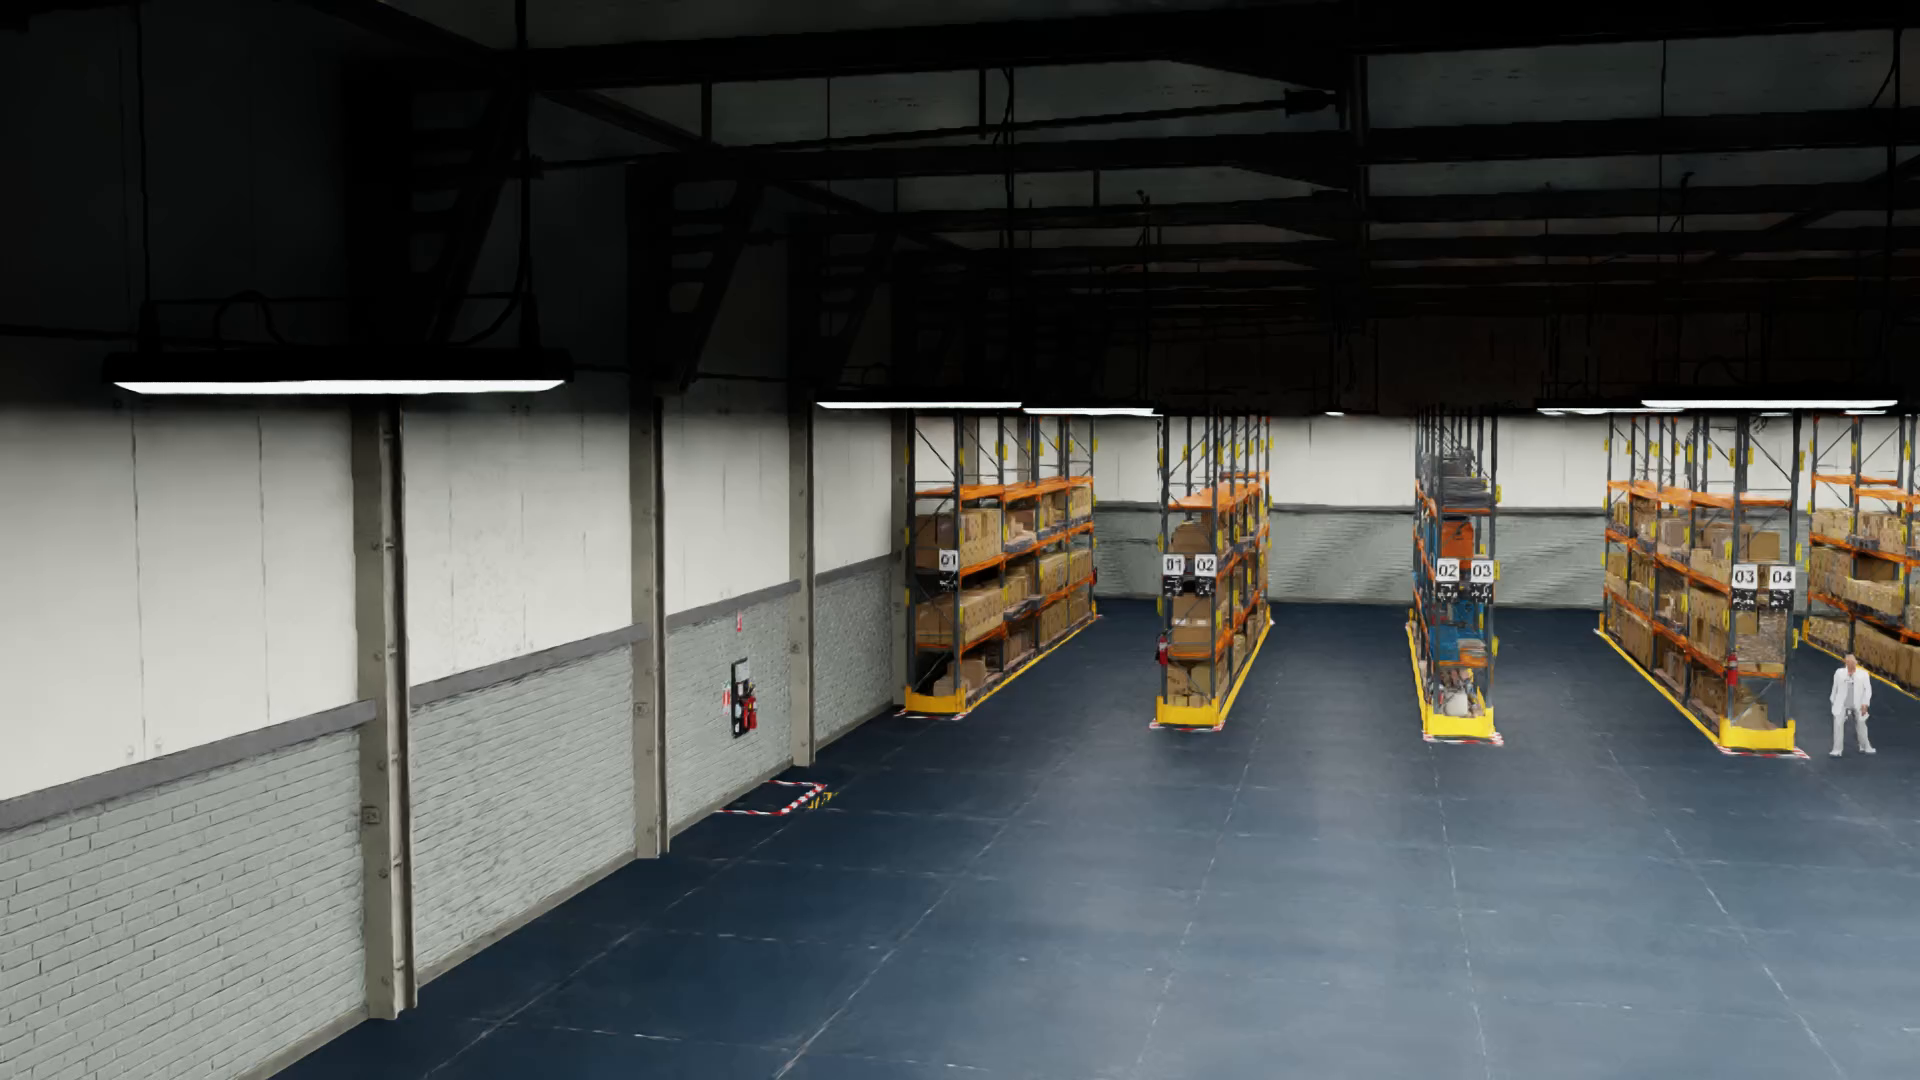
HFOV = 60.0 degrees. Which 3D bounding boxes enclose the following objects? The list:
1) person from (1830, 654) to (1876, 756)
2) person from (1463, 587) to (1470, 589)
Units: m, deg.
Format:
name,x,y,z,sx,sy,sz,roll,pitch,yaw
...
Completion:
name,x,y,z,sx,sy,sz,roll,pitch,yaw
person,15.203,2.796,28.281,0.728,1.742,0.886,2,5,29
person,13.140,1.667,43.133,0.391,1.793,0.673,1,4,14
